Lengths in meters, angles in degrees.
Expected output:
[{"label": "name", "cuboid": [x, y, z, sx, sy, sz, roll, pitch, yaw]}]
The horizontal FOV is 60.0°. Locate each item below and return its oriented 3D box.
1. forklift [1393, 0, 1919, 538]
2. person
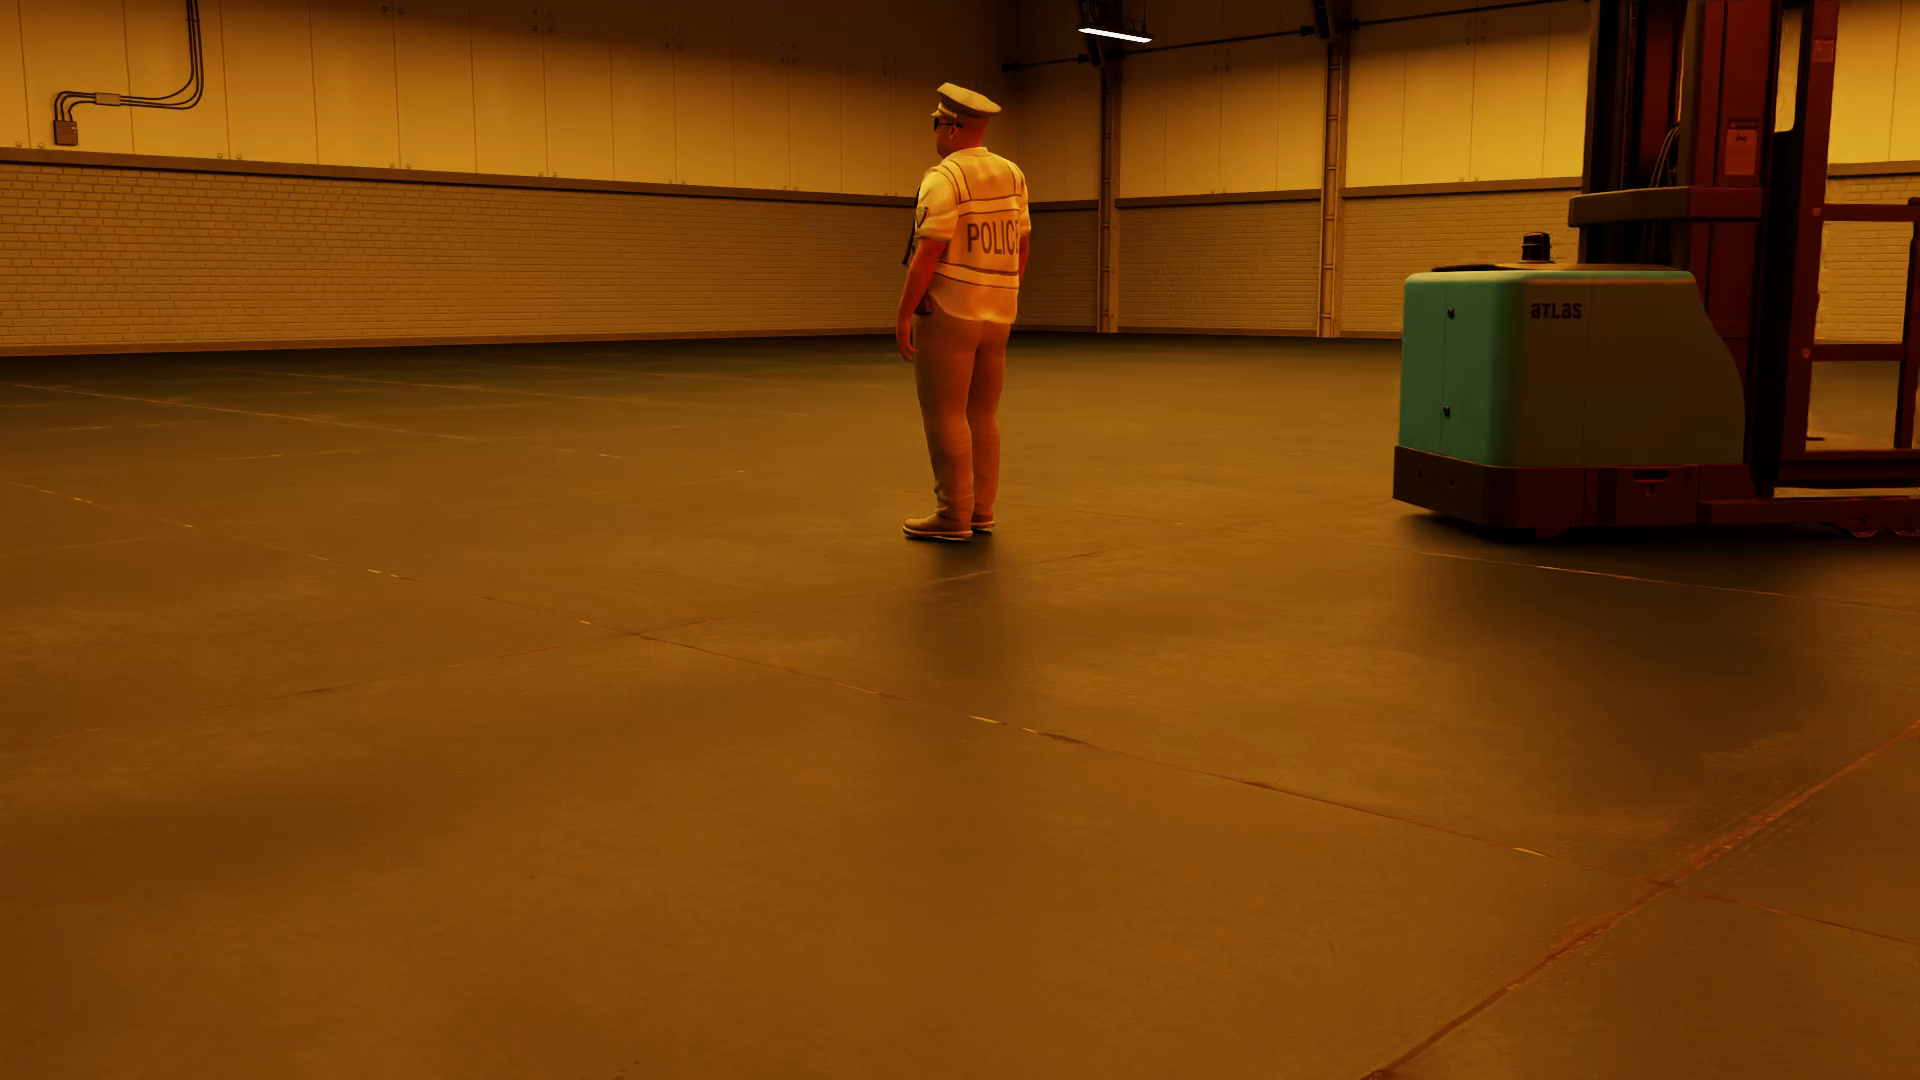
[{"label": "forklift", "cuboid": [3.508, -1.534, 7.059, 3.031, 2.935, 1.130, -1, 9, -9]}, {"label": "person", "cuboid": [-0.048, -0.897, 6.646, 0.574, 1.778, 0.641, 8, 12, 43]}]
